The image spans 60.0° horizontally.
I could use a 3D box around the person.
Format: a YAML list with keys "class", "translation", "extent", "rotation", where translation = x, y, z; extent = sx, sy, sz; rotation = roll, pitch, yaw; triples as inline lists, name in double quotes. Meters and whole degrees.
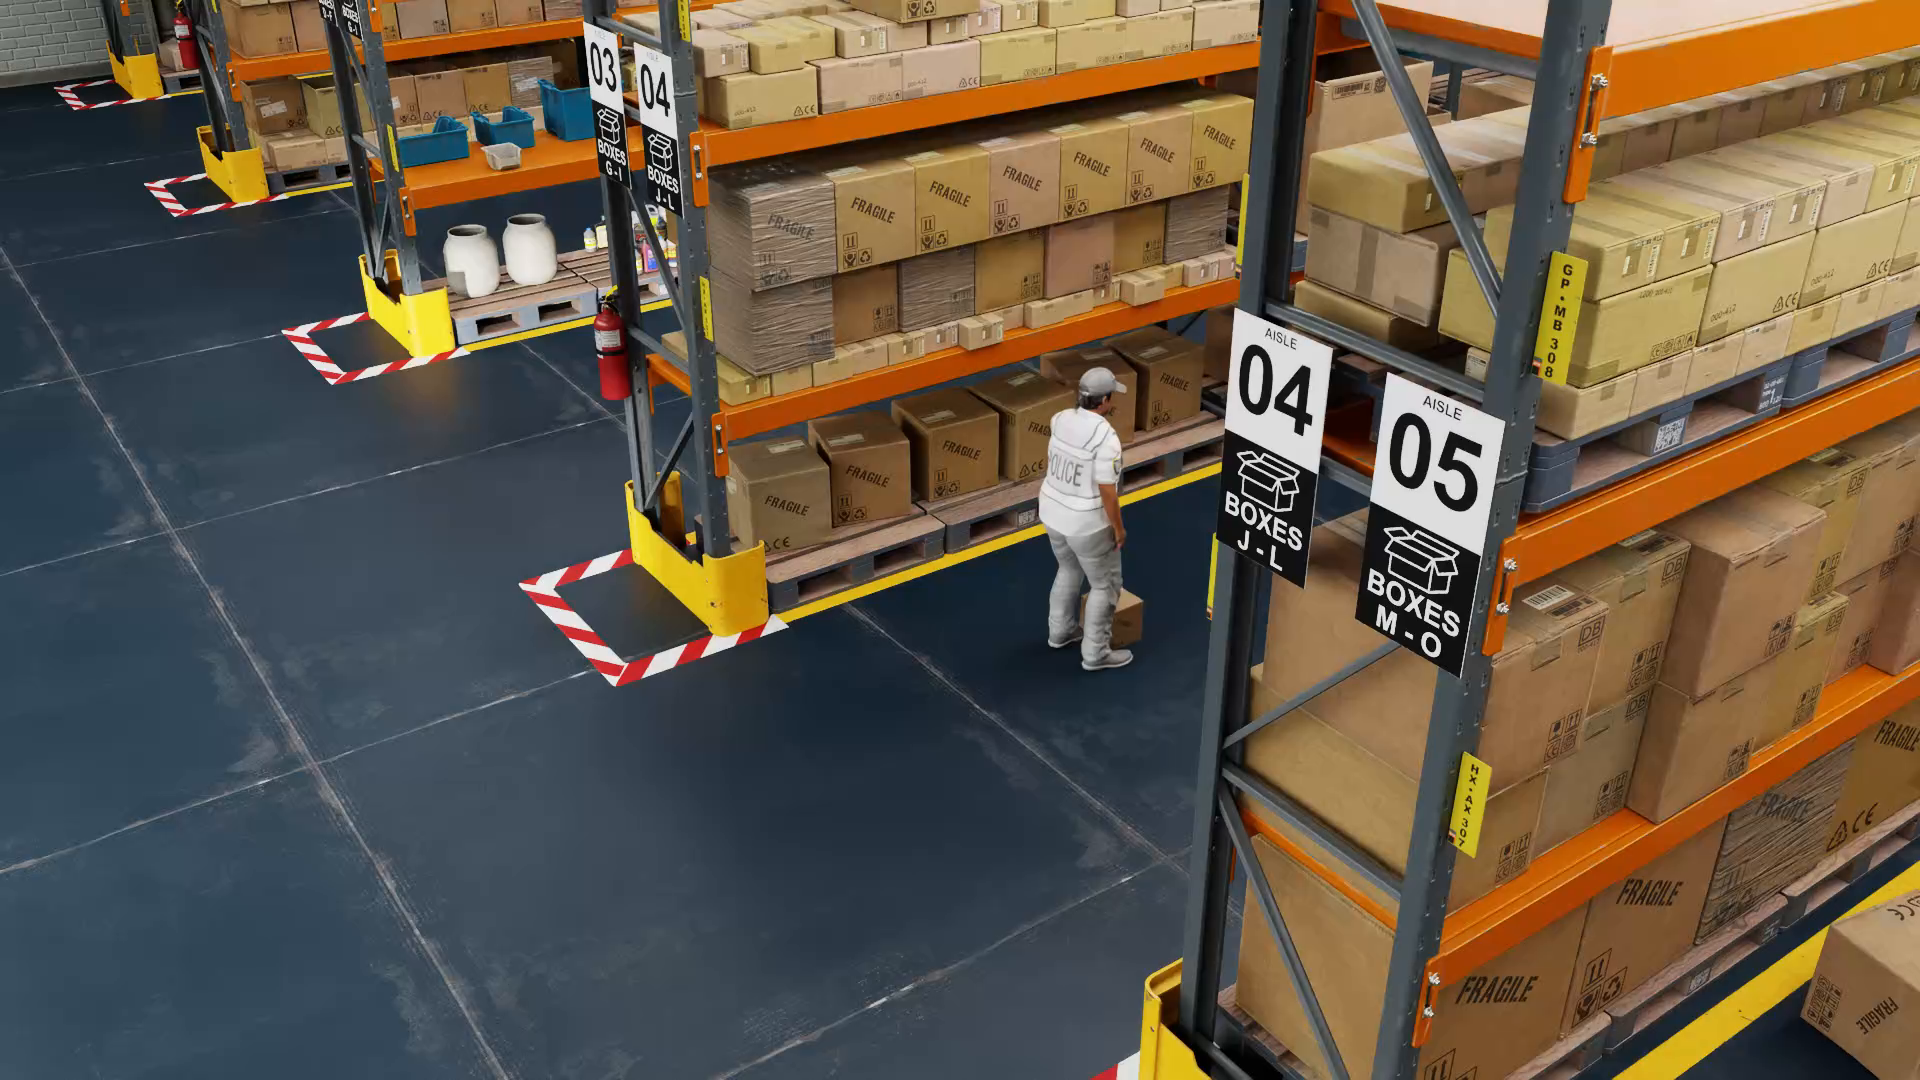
- class: "person"
  translation: [0.680, -0.117, 8.830]
  extent: [0.461, 1.666, 0.538]
  rotation: [-20, 35, -32]
